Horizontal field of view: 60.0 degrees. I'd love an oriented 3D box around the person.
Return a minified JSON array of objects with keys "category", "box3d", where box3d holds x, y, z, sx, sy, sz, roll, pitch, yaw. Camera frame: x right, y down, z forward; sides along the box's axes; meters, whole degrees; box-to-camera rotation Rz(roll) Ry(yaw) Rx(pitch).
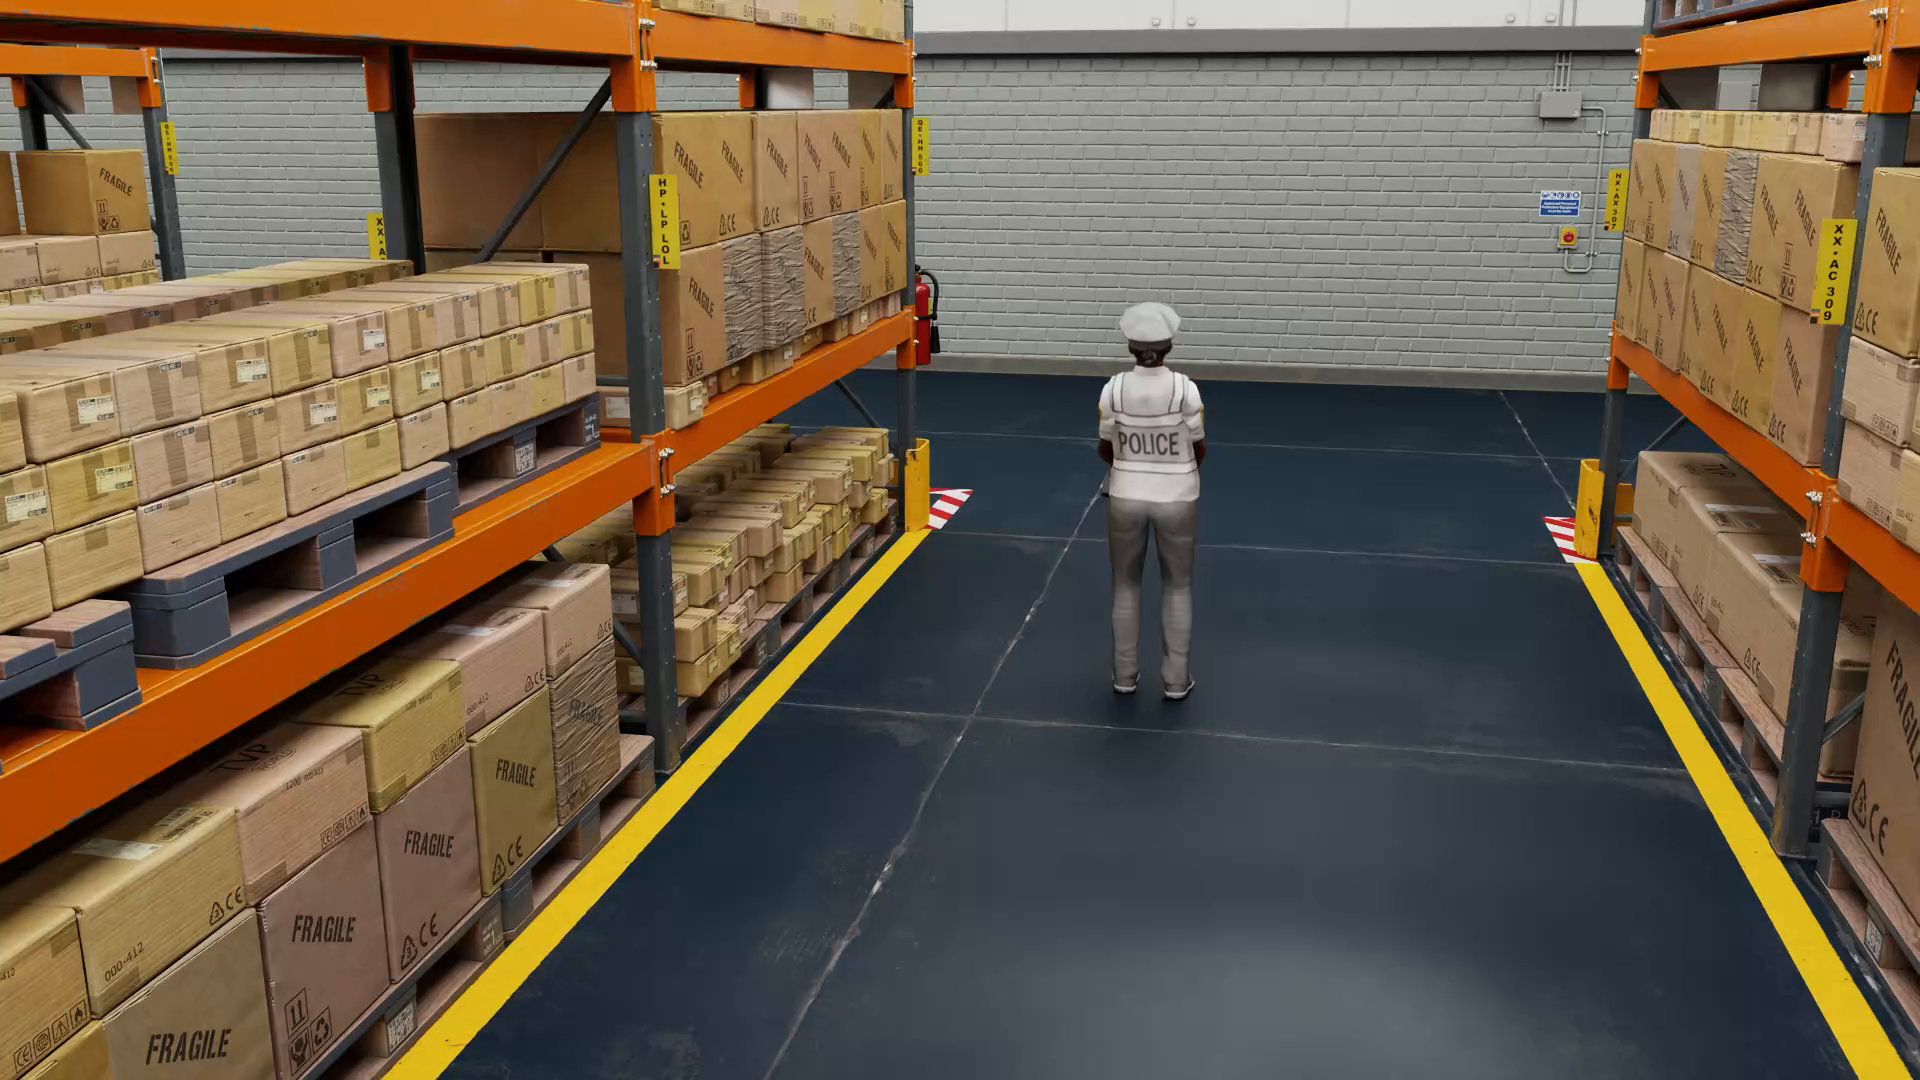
[{"category":"person","box3d":[0.816,-0.175,7.104,0.455,1.697,0.530,3,15,11]}]
